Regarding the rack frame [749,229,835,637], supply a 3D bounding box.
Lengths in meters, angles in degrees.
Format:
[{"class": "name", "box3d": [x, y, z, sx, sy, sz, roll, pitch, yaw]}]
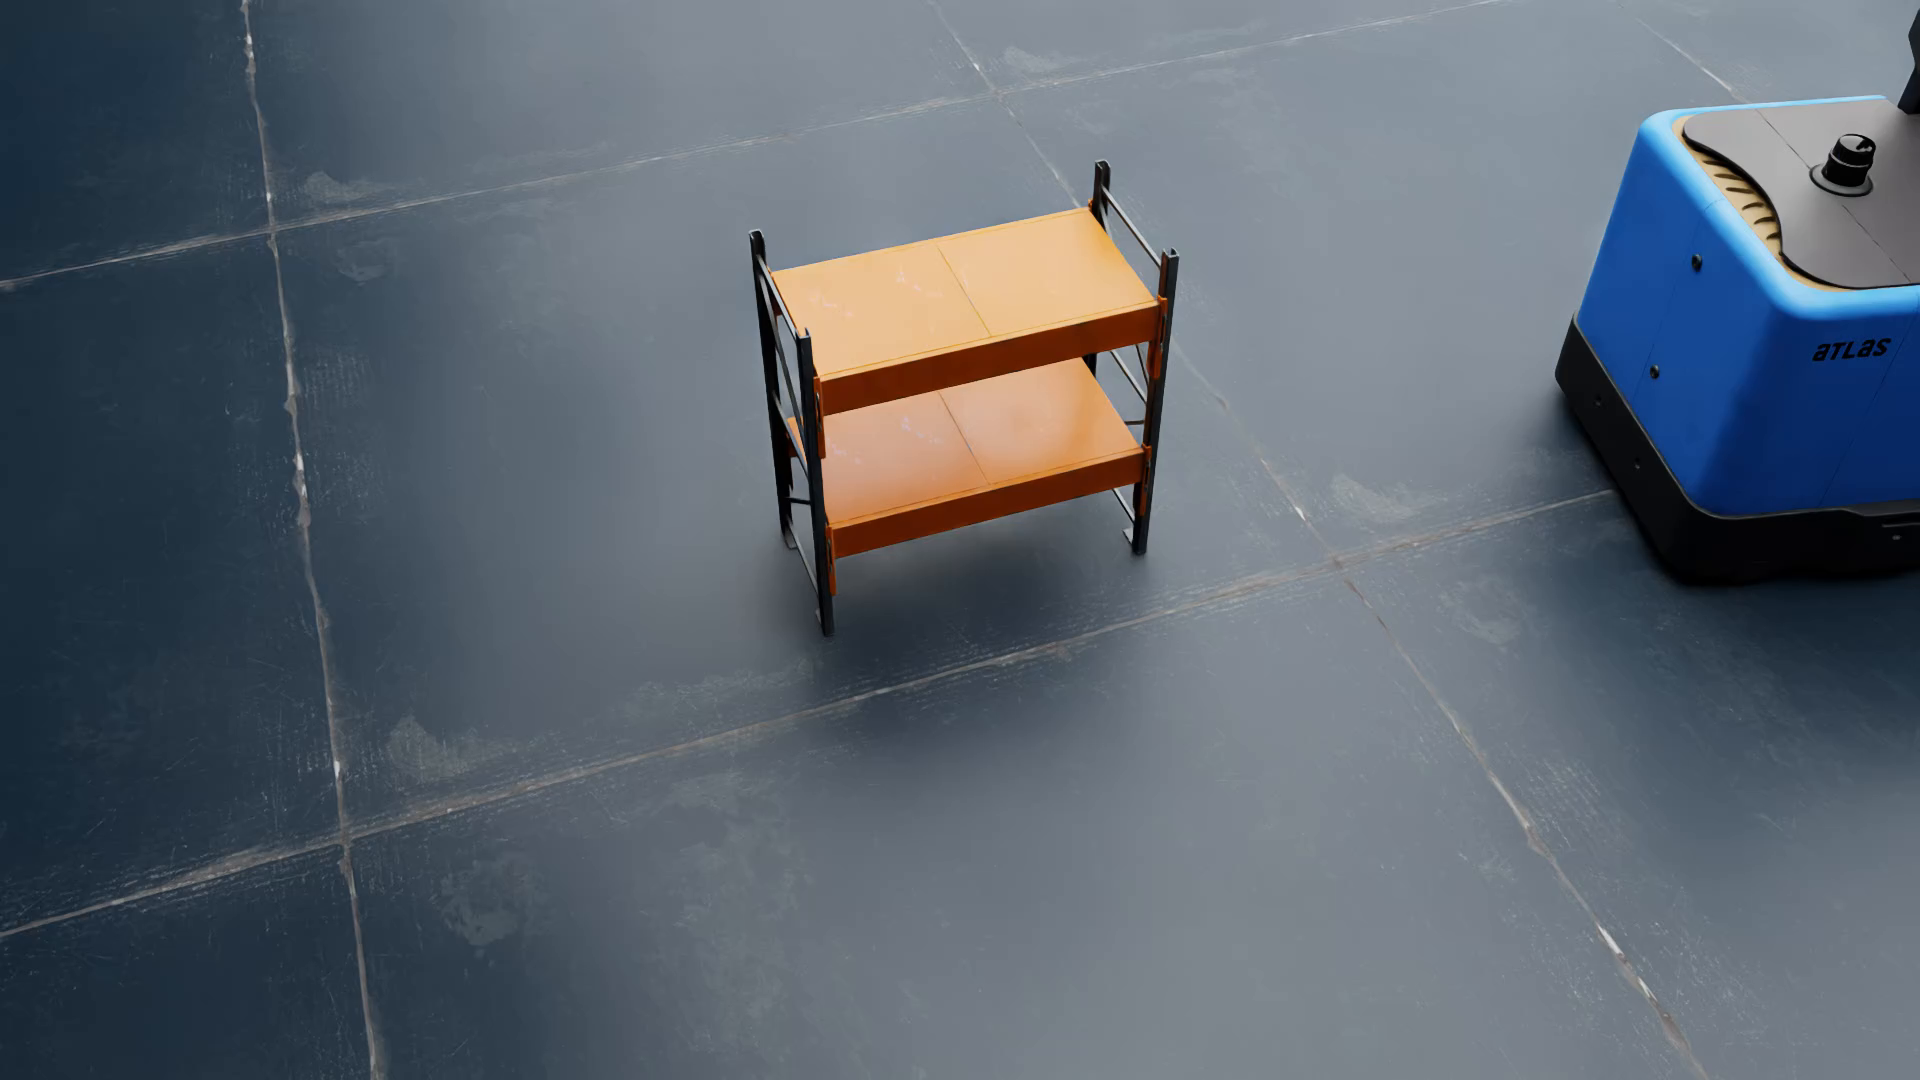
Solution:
[{"class": "rack frame", "box3d": [-0.472, -0.276, 4.731, 0.032, 1.125, 0.500, -14, 47, -14]}]

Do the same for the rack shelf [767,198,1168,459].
[{"class": "rack shelf", "box3d": [0.006, -0.605, 4.646, 1.000, 0.278, 0.538, -14, 47, -14]}]

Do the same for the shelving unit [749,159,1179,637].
[{"class": "shelving unit", "box3d": [0.006, -0.399, 4.853, 1.048, 1.125, 0.538, -14, 47, -14]}]

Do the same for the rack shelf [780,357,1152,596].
[{"class": "rack shelf", "box3d": [0.006, -0.226, 5.026, 1.000, 0.278, 0.538, -14, 47, -14]}]

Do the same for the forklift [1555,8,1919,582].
[{"class": "forklift", "box3d": [3.598, -1.376, 4.552, 3.031, 2.935, 1.130, -5, 45, -5]}]

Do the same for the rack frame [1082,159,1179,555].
[{"class": "rack frame", "box3d": [0.485, -0.521, 4.975, 0.032, 1.125, 0.500, -14, 47, -14]}]
